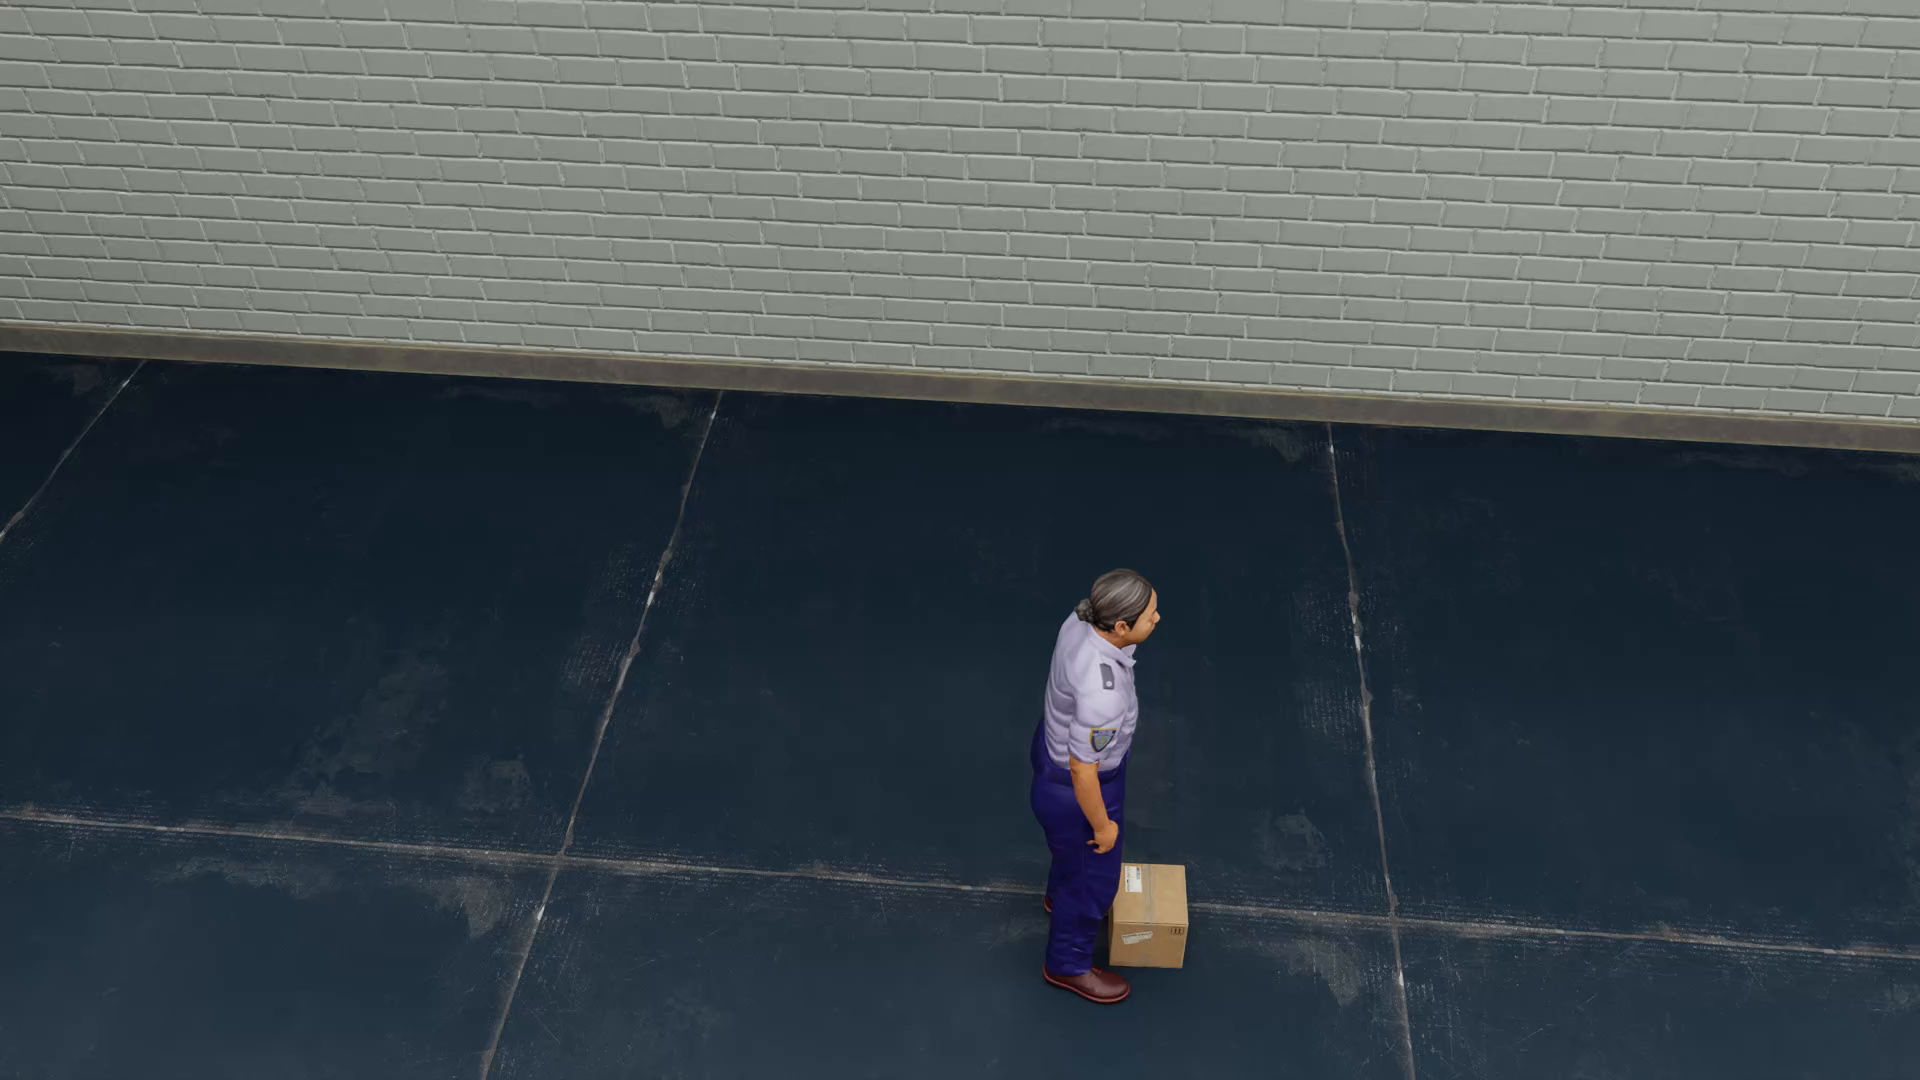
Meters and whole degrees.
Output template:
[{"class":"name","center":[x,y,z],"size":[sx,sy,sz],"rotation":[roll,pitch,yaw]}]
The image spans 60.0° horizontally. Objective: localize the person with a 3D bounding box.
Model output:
[{"class":"person","center":[0.408,0.751,5.277],"size":[0.369,1.652,0.564],"rotation":[1,40,1]}]
